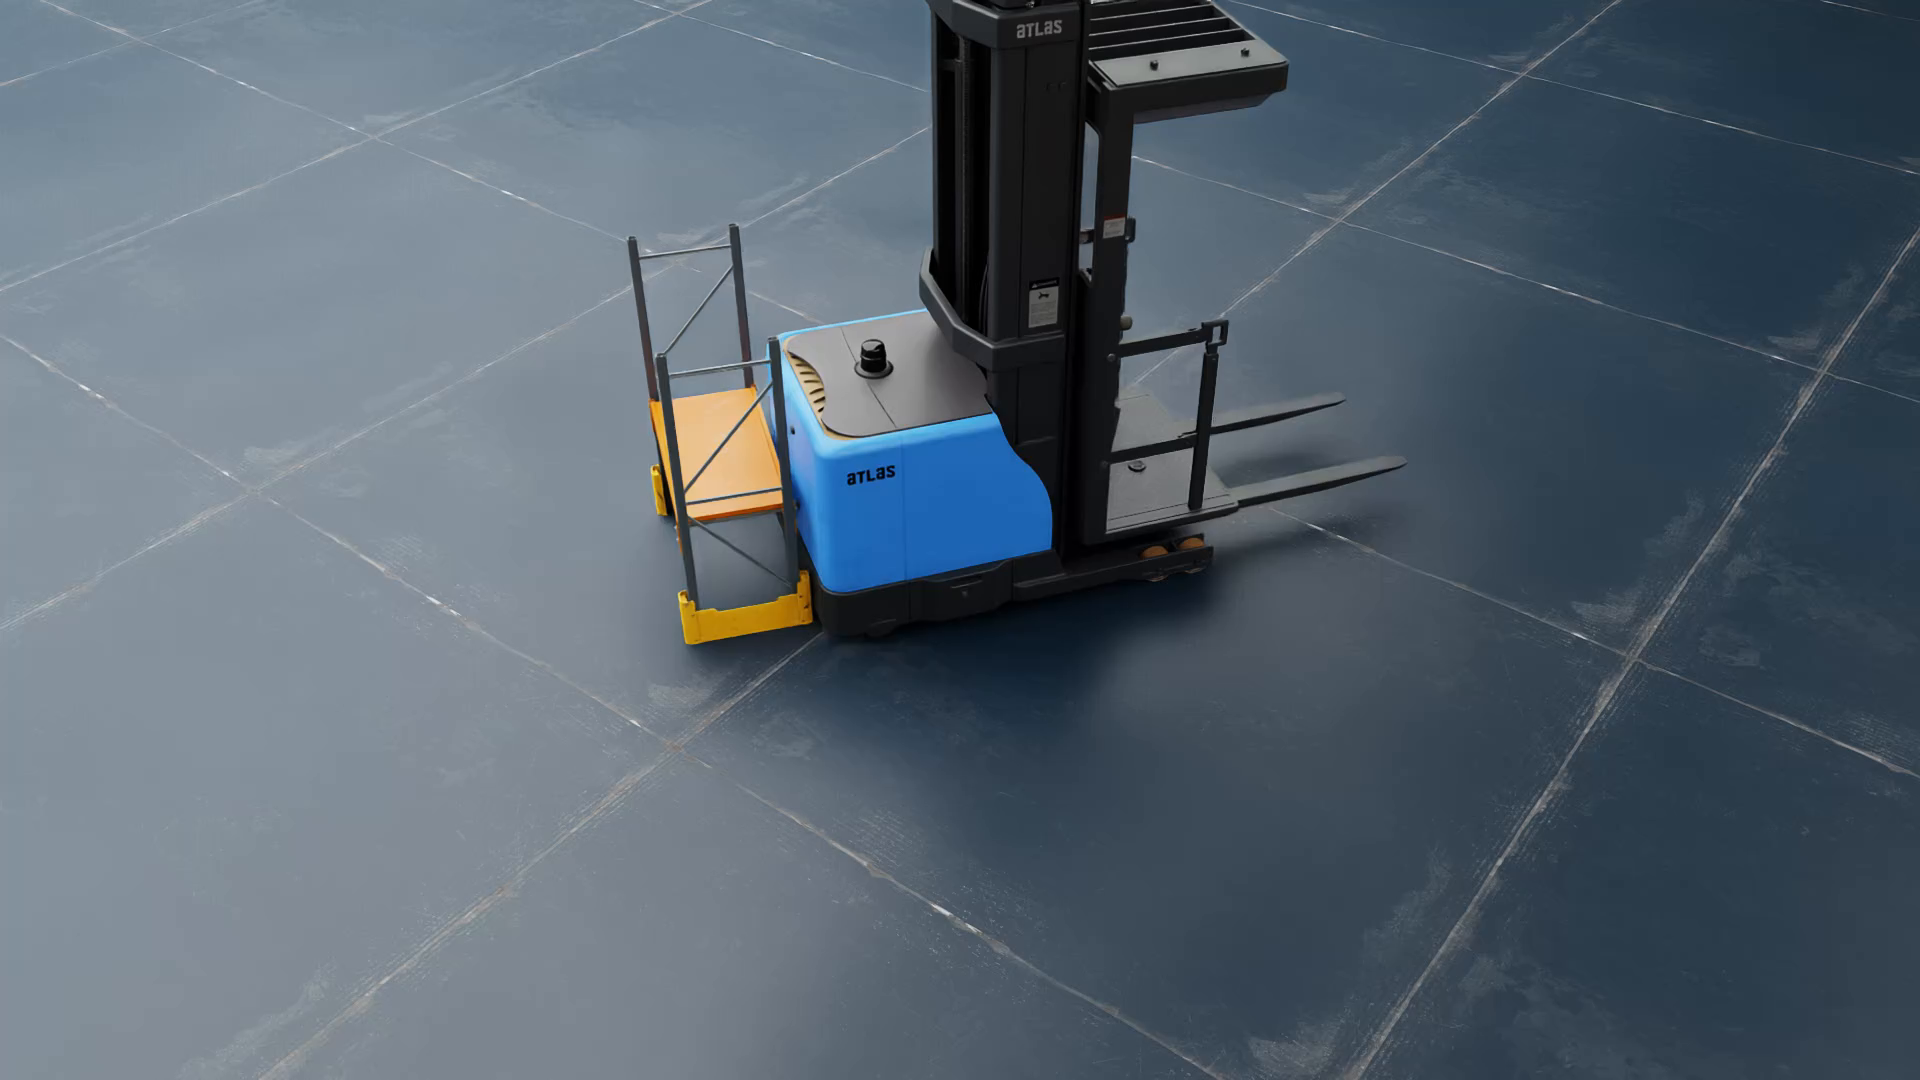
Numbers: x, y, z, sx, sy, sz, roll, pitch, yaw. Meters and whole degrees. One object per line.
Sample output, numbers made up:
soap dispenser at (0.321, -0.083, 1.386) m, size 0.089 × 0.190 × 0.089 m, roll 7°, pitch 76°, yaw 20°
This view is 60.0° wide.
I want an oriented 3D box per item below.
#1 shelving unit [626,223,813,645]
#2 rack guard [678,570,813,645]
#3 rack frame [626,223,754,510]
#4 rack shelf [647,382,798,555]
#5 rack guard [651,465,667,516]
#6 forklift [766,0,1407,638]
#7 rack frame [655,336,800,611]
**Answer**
shelving unit at (-1.099, -0.483, 7.508) m, size 0.587 × 1.500 × 1.083 m, roll -10°, pitch 39°, yaw -12°
rack guard at (-0.964, 0.304, 7.516) m, size 0.587 × 0.250 × 0.087 m, roll -10°, pitch 39°, yaw -12°
rack frame at (-1.236, -0.791, 7.901) m, size 0.500 × 1.500 × 0.032 m, roll -10°, pitch 39°, yaw -12°
rack shelf at (-1.101, -0.347, 7.626) m, size 0.538 × 0.185 × 1.000 m, roll -10°, pitch 39°, yaw -12°
rack guard at (-1.227, -0.288, 8.273) m, size 0.587 × 0.250 × 0.087 m, roll -10°, pitch 39°, yaw -12°
forklift at (0.680, -1.255, 7.337) m, size 3.031 × 2.935 × 1.130 m, roll -12°, pitch 40°, yaw -15°
rack frame at (-0.968, -0.186, 7.129) m, size 0.500 × 1.500 × 0.032 m, roll -10°, pitch 39°, yaw -12°
